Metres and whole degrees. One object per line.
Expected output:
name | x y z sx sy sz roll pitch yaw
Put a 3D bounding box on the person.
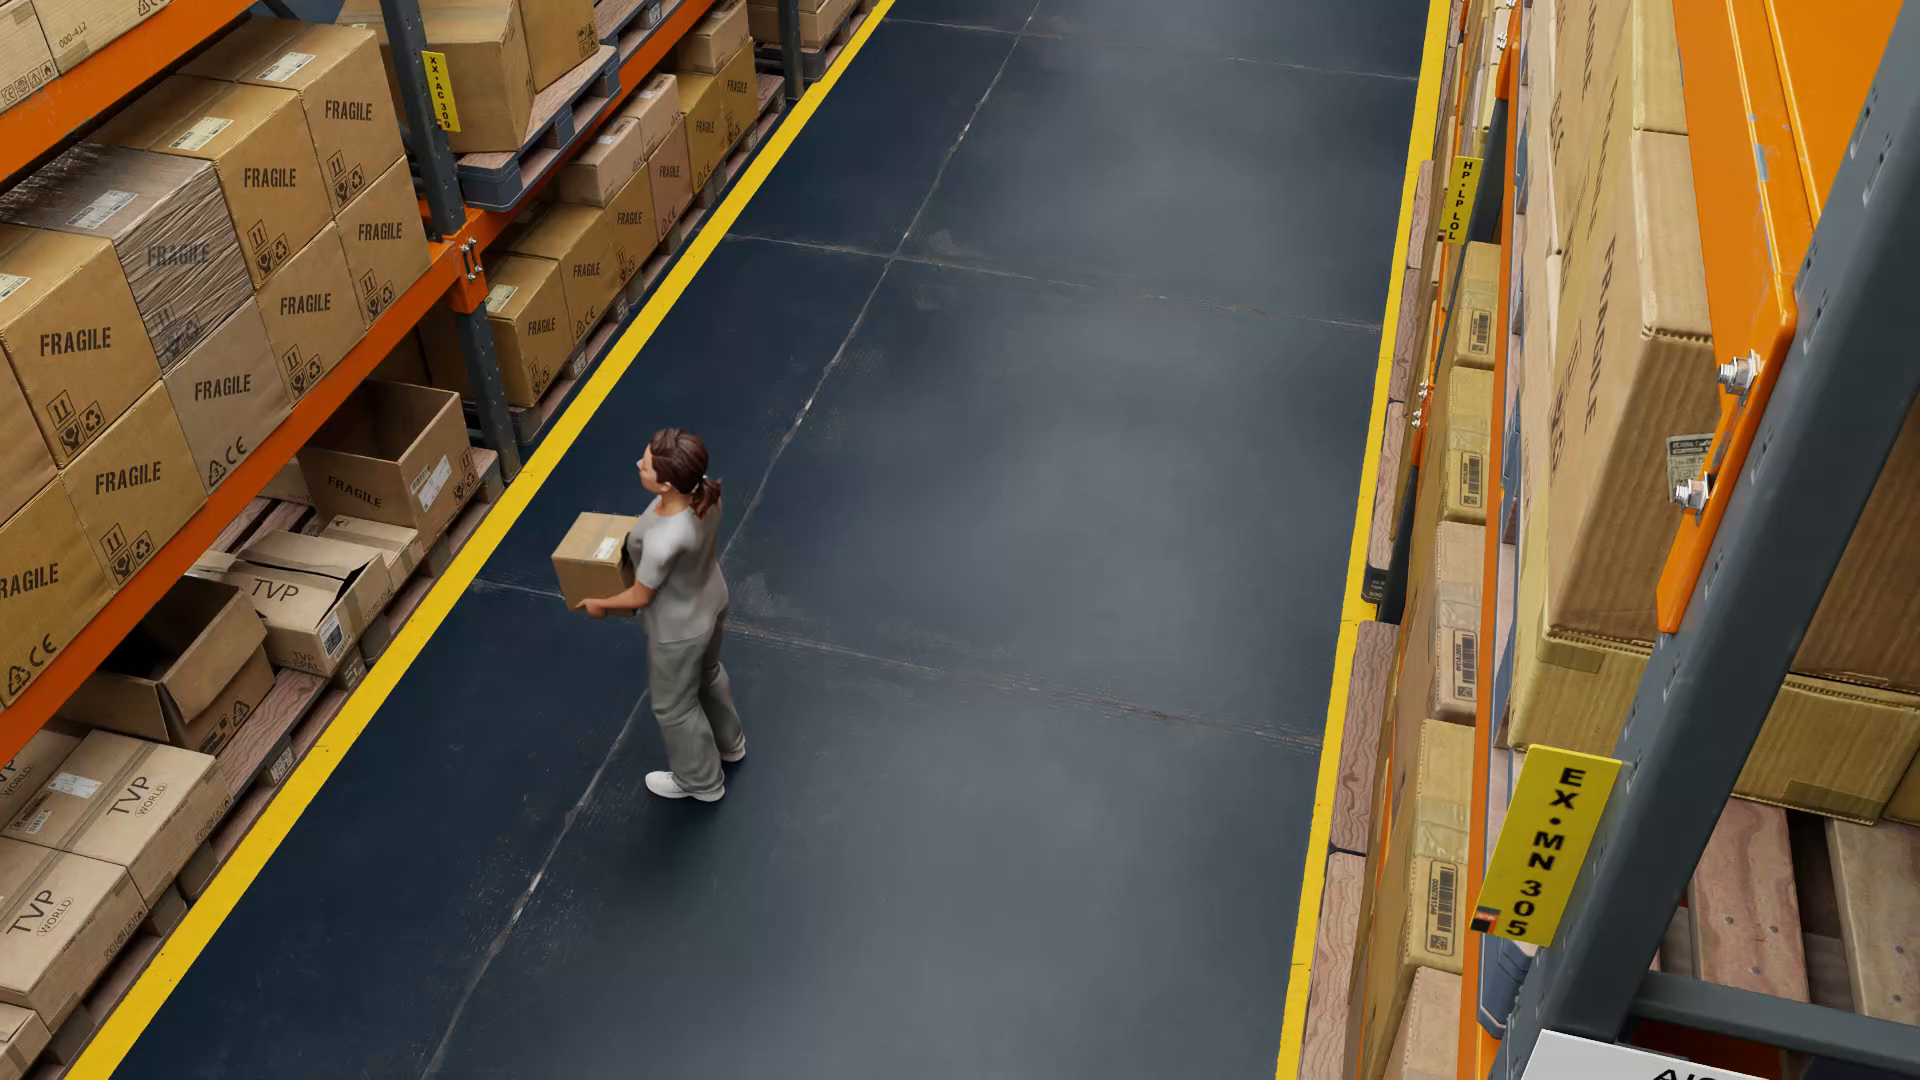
person | -1.038 0.262 5.865 0.549 1.667 0.442 10 42 11
